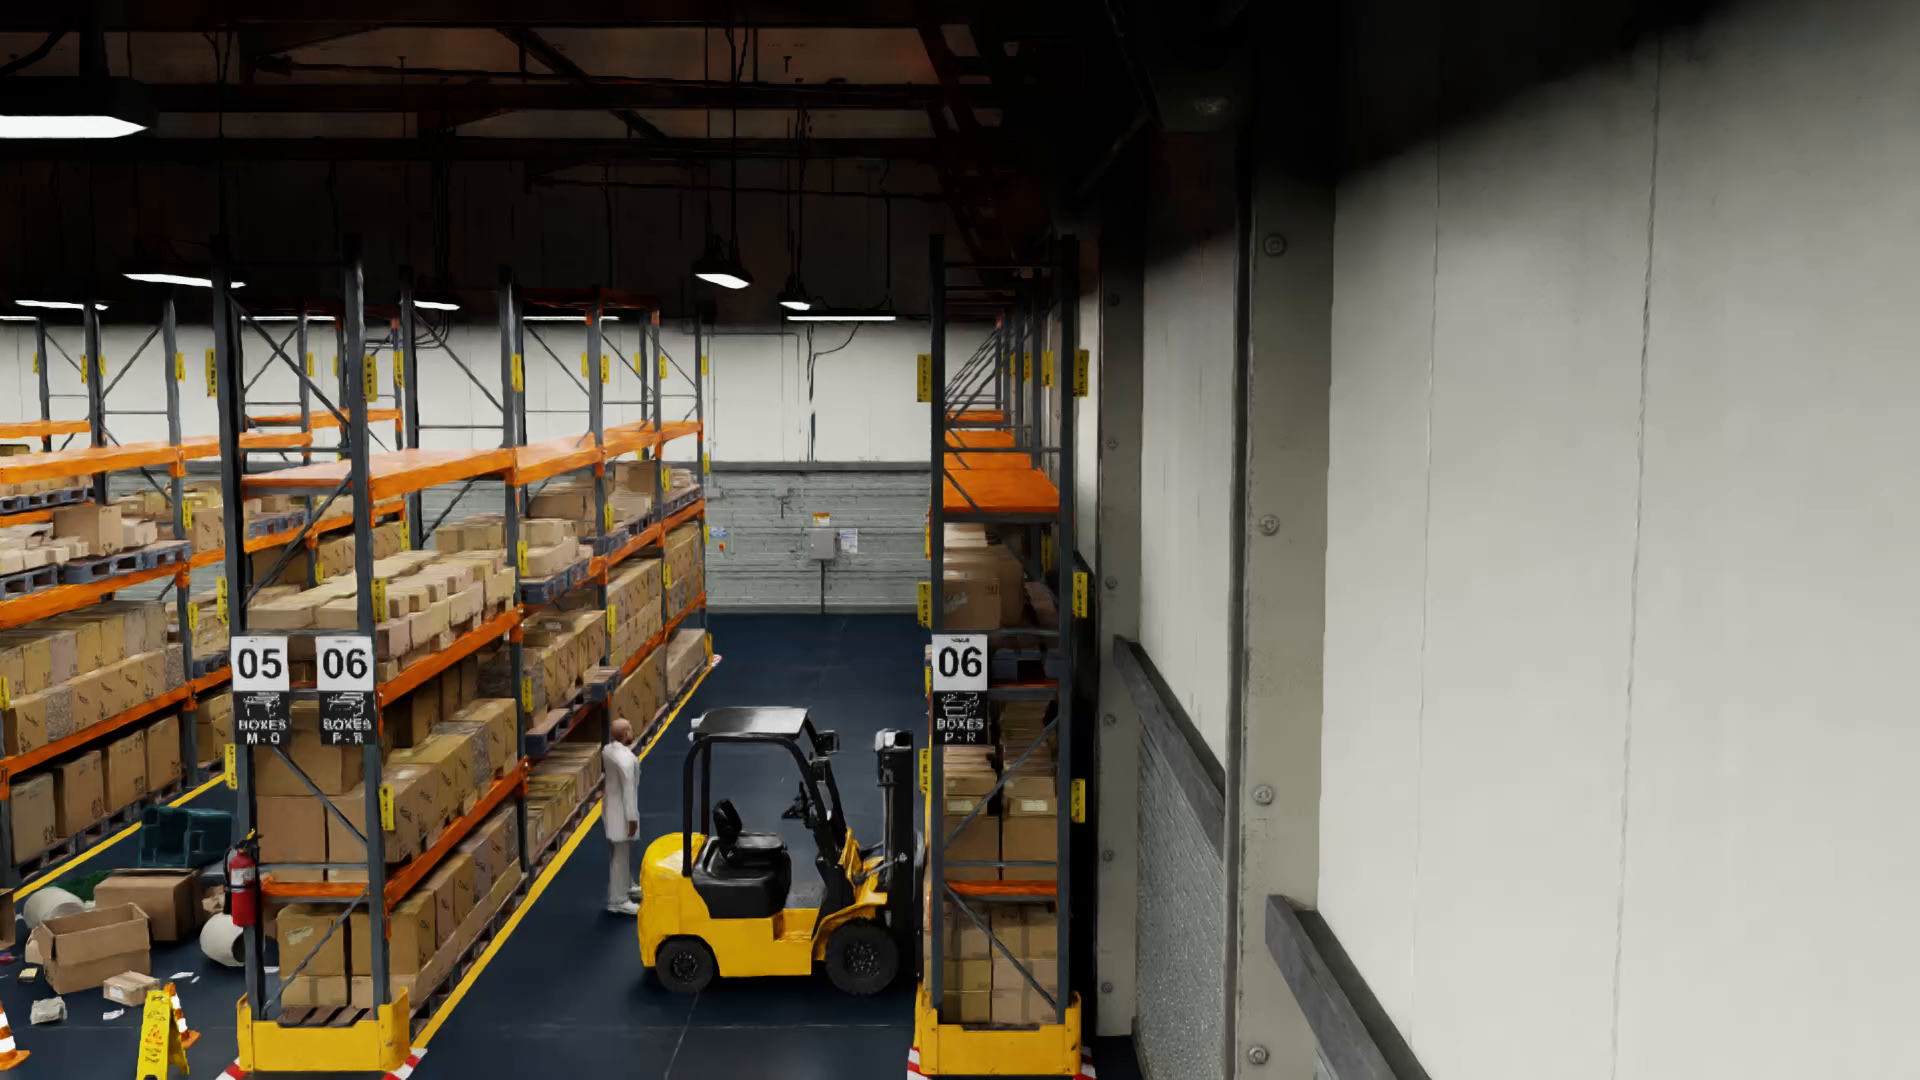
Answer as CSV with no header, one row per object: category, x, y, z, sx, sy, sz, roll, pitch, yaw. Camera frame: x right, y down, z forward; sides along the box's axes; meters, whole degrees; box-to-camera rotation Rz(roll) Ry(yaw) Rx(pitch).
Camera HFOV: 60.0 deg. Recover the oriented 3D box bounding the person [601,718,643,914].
person,-3.108,2.546,15.560,0.508,1.791,0.641,-3,7,-28
